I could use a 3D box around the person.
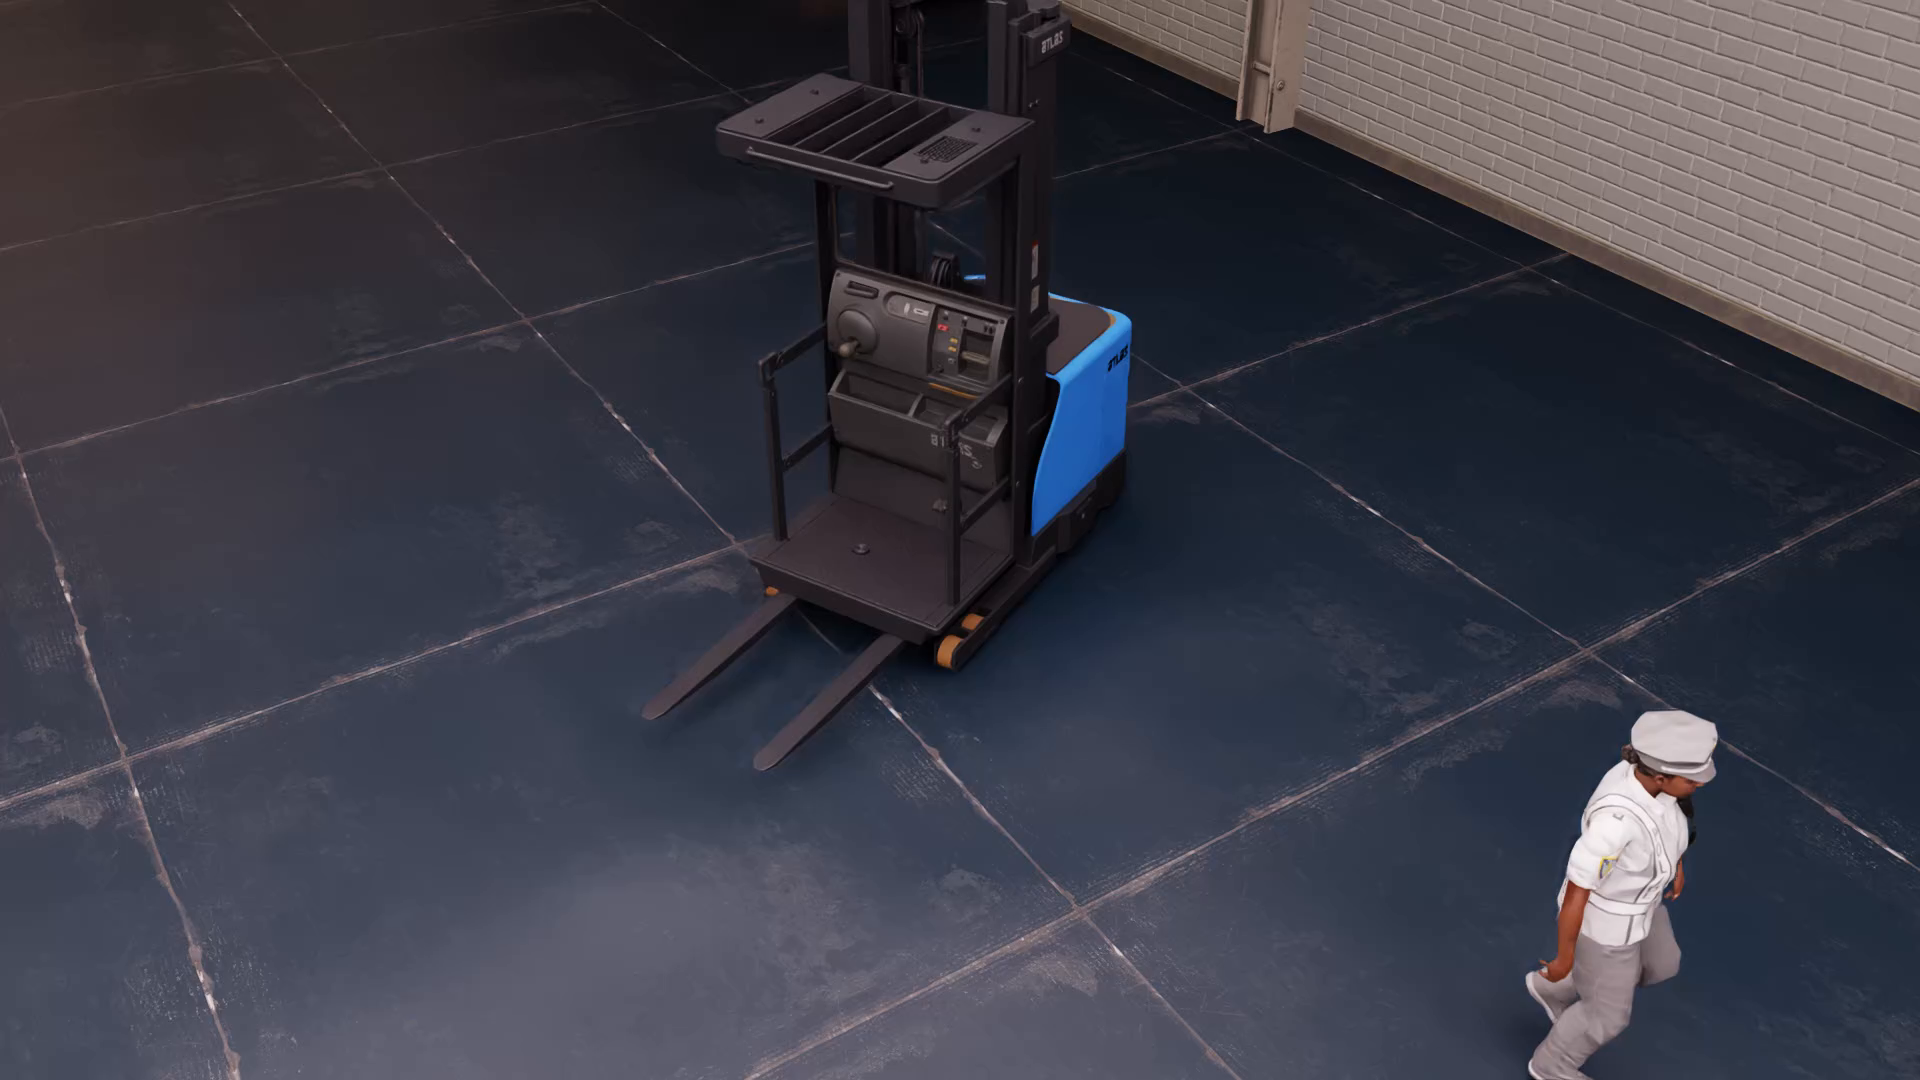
[{"bbox_3d":[2.190,1.236,5.511,0.446,1.648,0.629,20,40,26],"label":"person"}]

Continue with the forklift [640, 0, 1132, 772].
[{"bbox_3d":[-0.311,-0.893,7.419,1.130,2.935,3.031,20,40,25],"label":"forklift"}]
